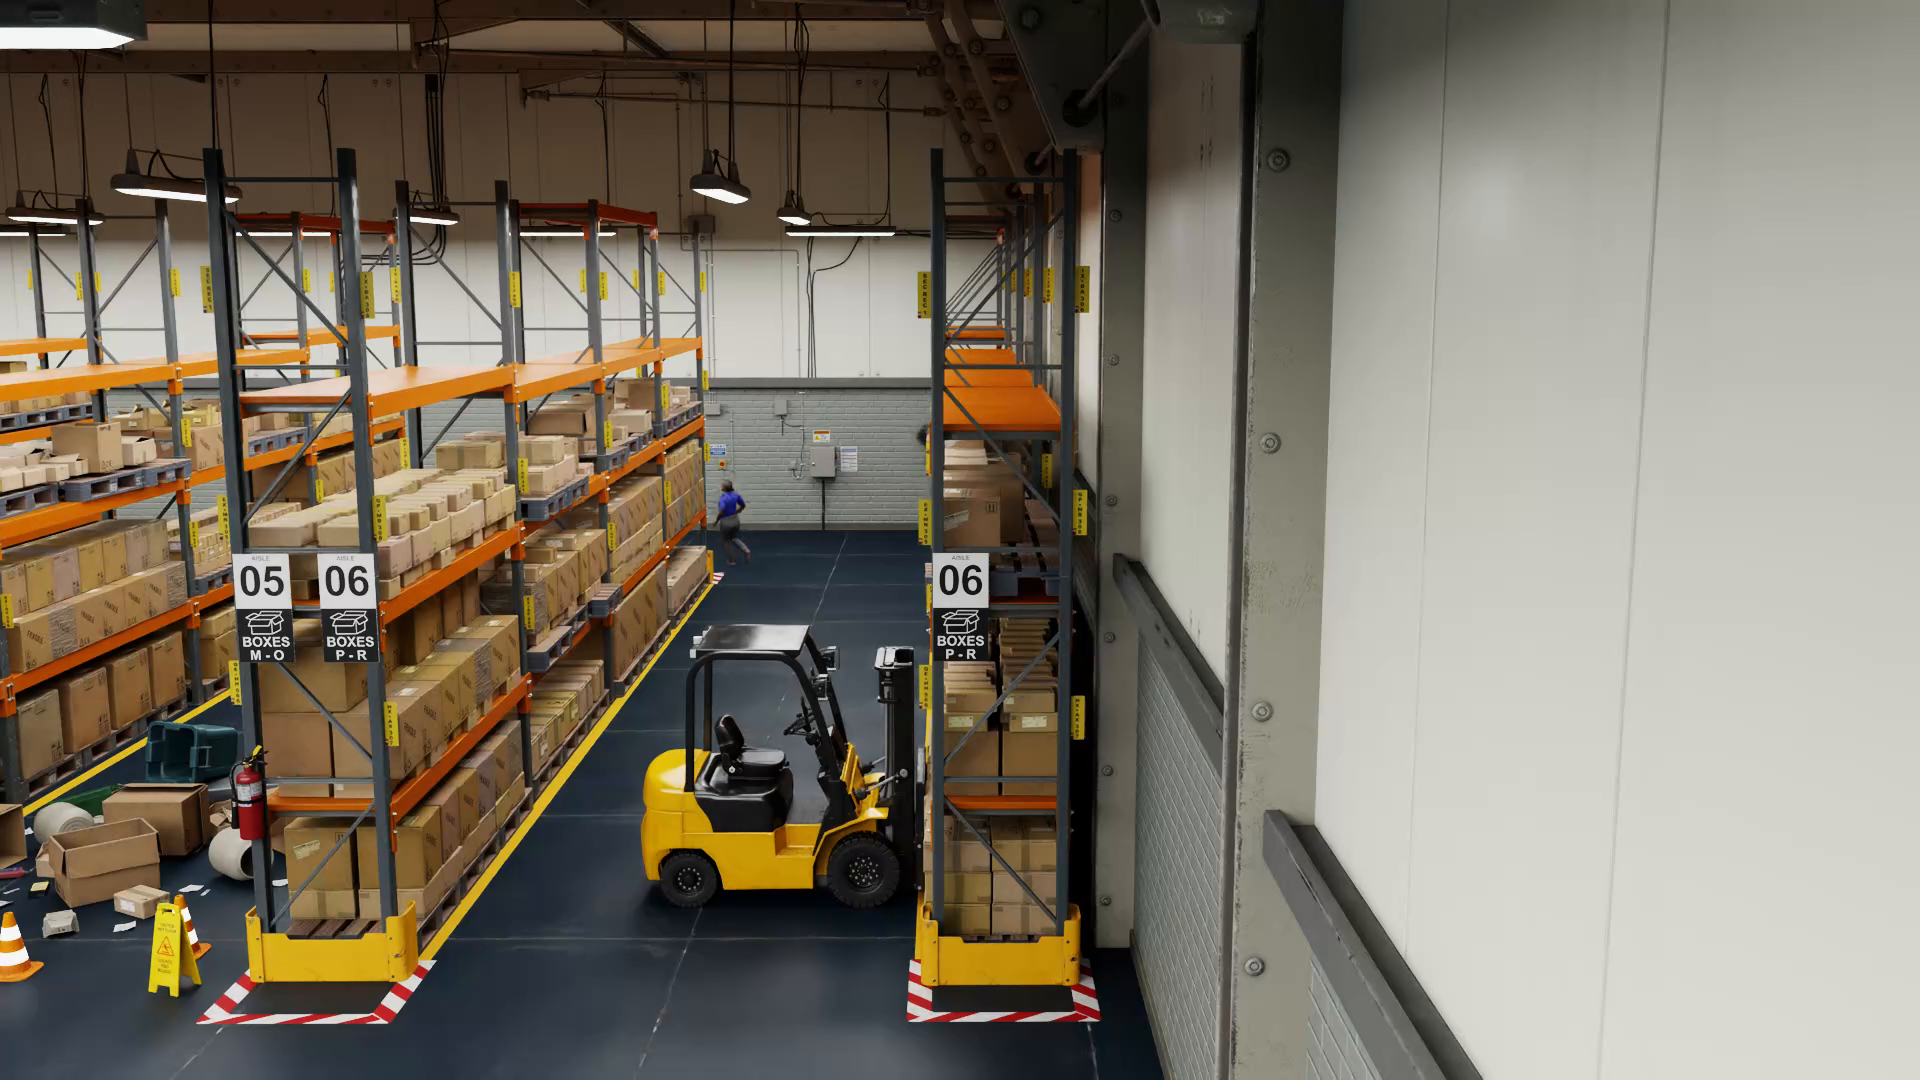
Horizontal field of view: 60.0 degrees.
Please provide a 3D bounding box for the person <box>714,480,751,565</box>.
[{"bbox_3d":[-4.088,-0.254,29.312,0.655,1.491,0.586,-9,13,-43],"label":"person"}]
